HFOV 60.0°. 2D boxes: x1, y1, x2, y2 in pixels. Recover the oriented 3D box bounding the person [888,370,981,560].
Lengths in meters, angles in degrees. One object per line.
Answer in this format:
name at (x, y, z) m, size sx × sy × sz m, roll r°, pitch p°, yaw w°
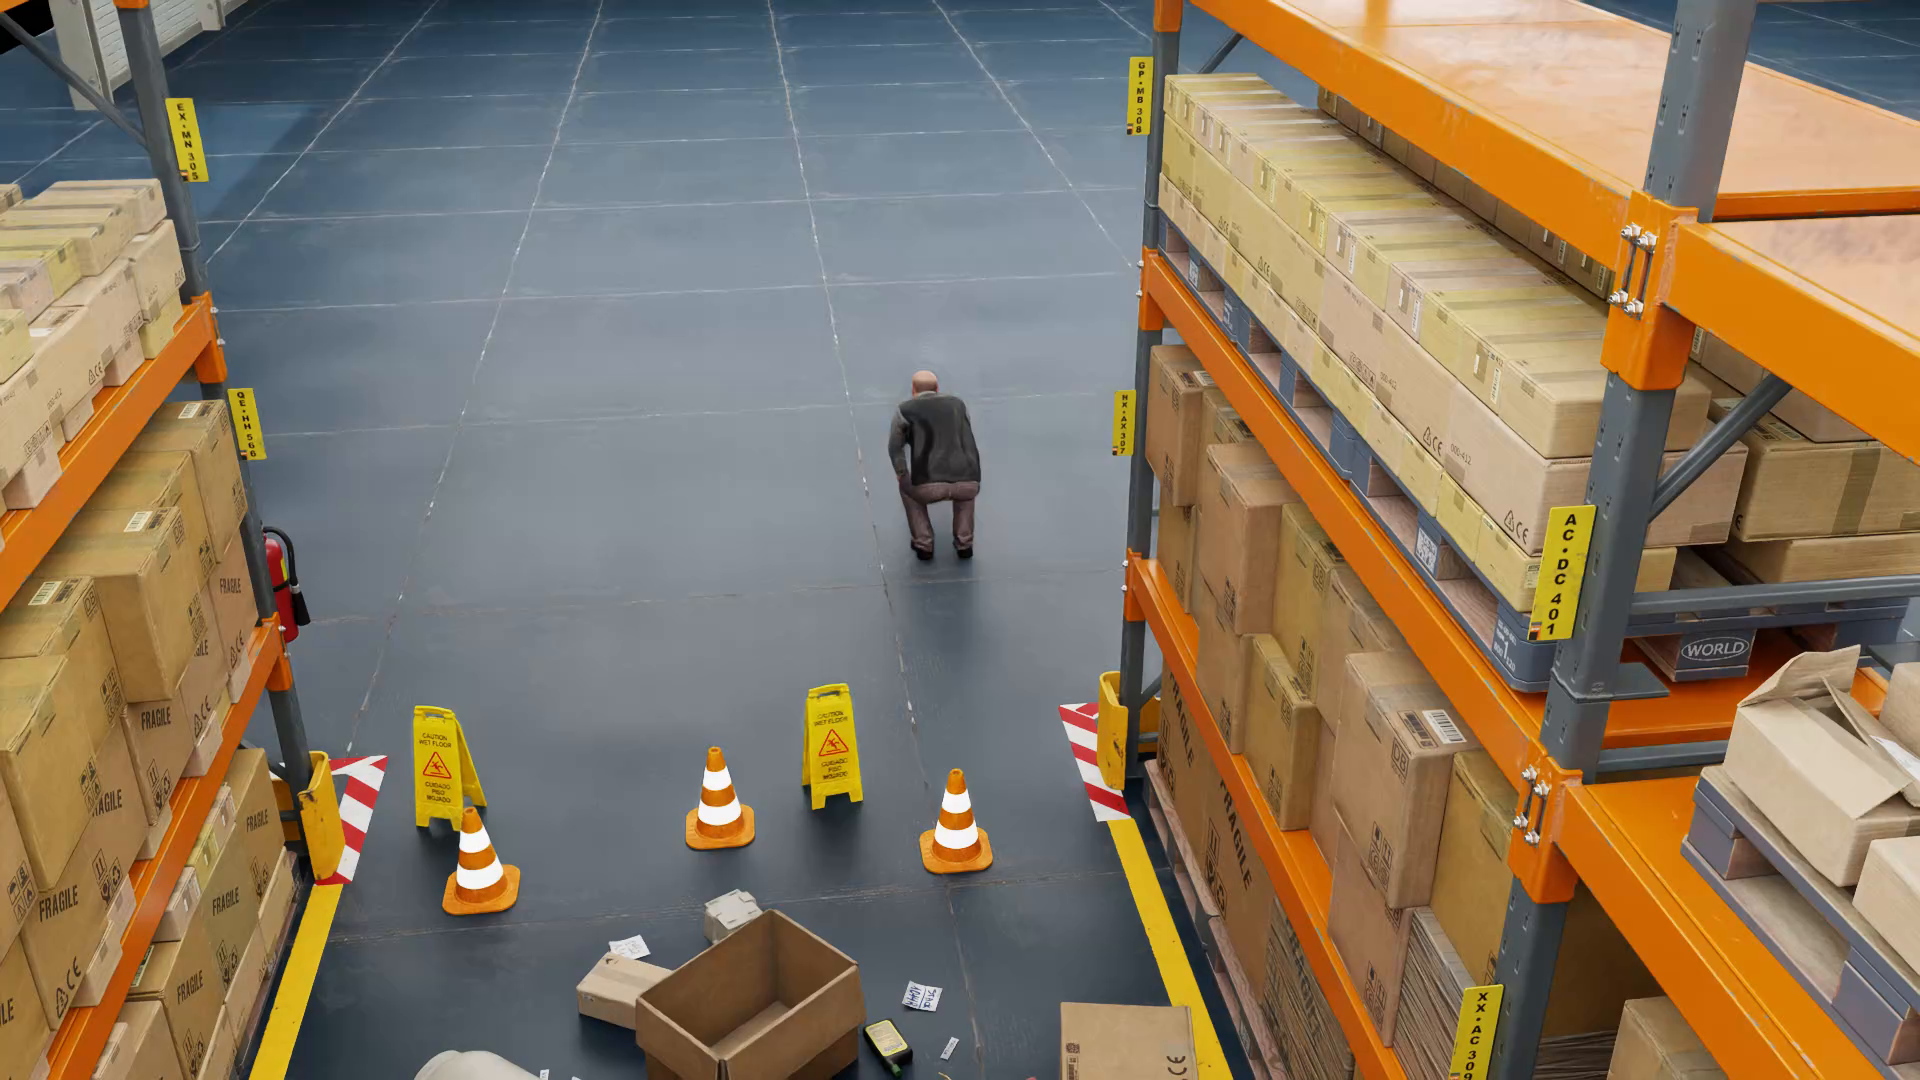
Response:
person at (-0.166, -0.457, 10.723) m, size 0.561 × 1.095 × 0.824 m, roll -4°, pitch 27°, yaw -7°
